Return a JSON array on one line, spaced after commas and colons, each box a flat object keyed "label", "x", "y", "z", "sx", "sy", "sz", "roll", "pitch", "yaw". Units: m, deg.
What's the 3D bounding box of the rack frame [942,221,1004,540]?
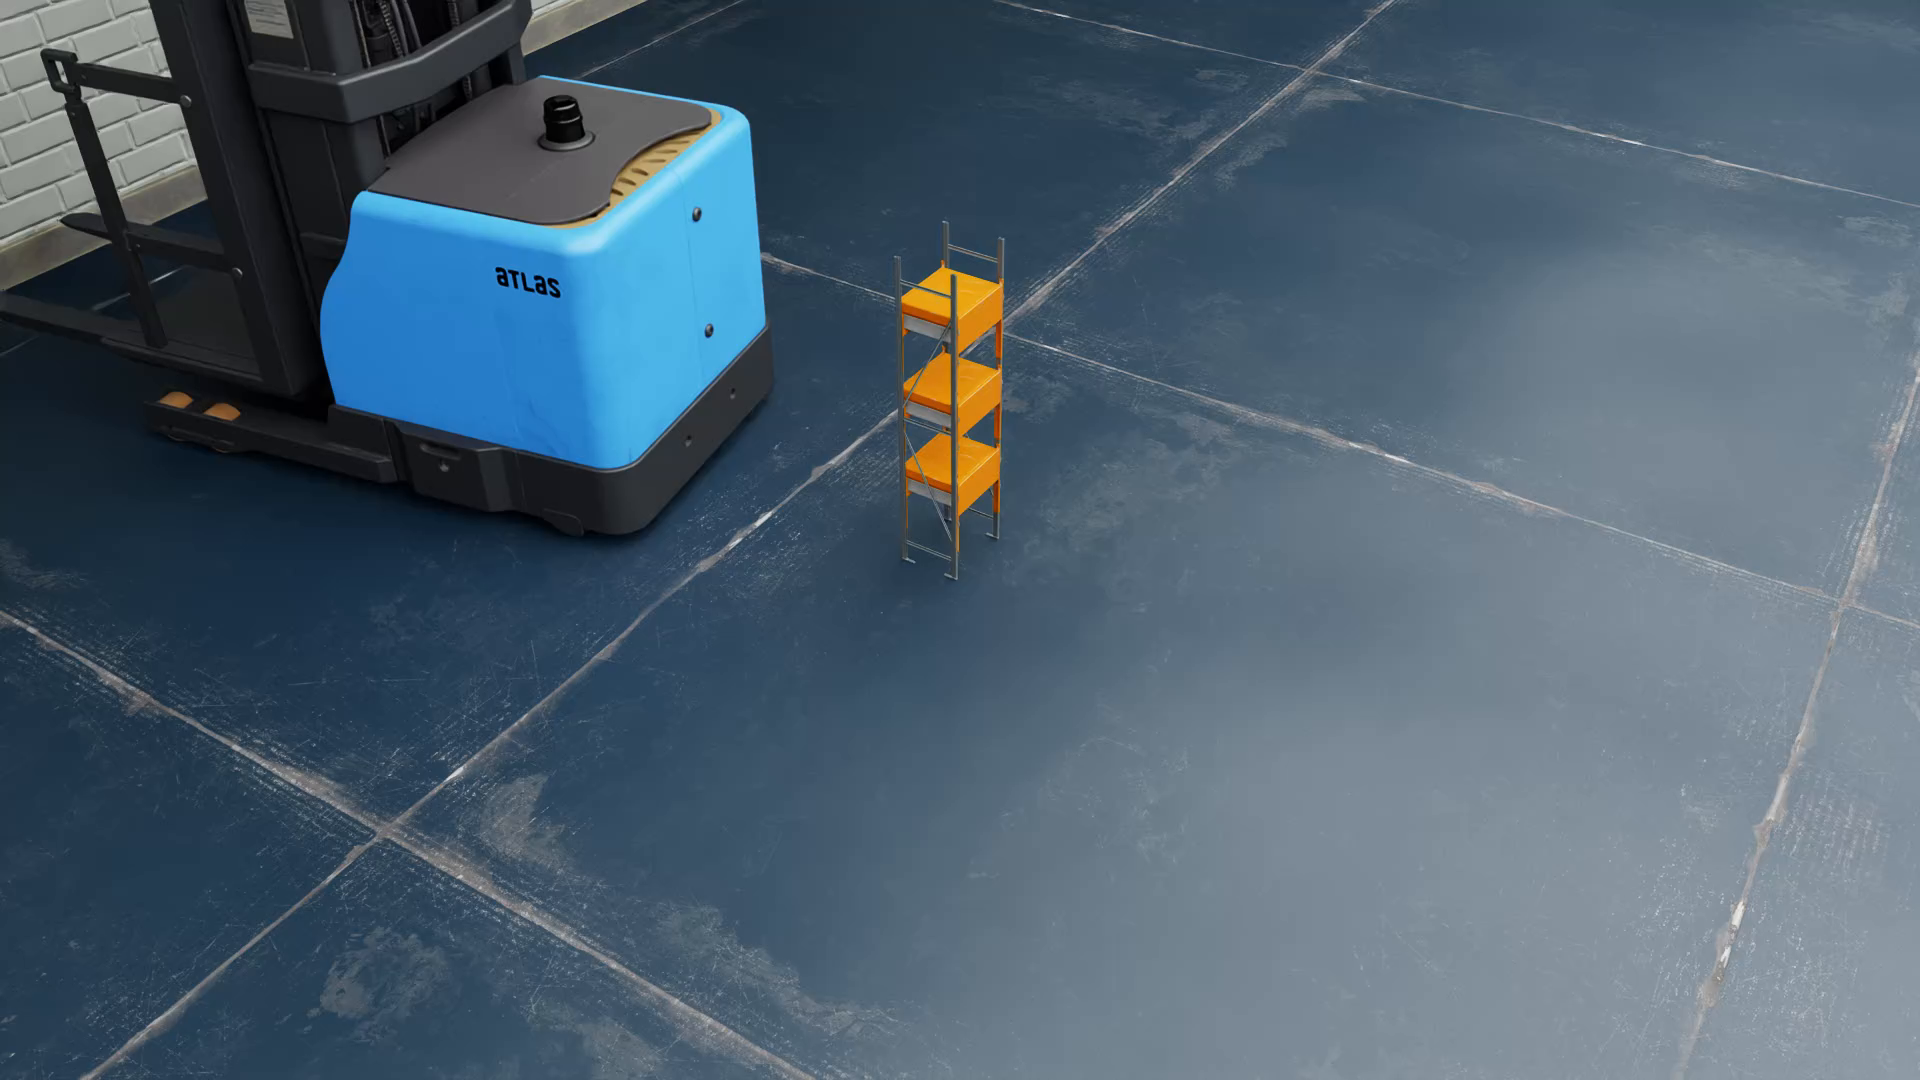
[{"label": "rack frame", "x": 0.037, "y": -0.451, "z": 4.975, "sx": 0.200, "sy": 1.050, "sz": 0.008, "roll": 21, "pitch": 42, "yaw": 25}]

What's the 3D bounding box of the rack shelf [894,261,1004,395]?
[{"label": "rack shelf", "x": -0.029, "y": -0.605, "z": 4.727, "sx": 0.215, "sy": 0.259, "sz": 0.240, "roll": 21, "pitch": 42, "yaw": 25}]

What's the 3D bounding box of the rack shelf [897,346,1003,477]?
[{"label": "rack shelf", "x": -0.029, "y": -0.380, "z": 4.900, "sx": 0.215, "sy": 0.259, "sz": 0.240, "roll": 21, "pitch": 42, "yaw": 25}]

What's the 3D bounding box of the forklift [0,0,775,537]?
[{"label": "forklift", "x": -2.221, "y": -1.739, "z": 5.105, "sx": 3.031, "sy": 2.935, "sz": 1.130, "roll": 14, "pitch": 40, "yaw": 17}]

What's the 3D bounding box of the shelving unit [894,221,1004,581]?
[{"label": "shelving unit", "x": -0.029, "y": -0.388, "z": 4.894, "sx": 0.215, "sy": 1.050, "sz": 0.252, "roll": 21, "pitch": 42, "yaw": 25}]

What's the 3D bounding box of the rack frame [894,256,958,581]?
[{"label": "rack frame", "x": -0.094, "y": -0.325, "z": 4.812, "sx": 0.200, "sy": 1.050, "sz": 0.008, "roll": 21, "pitch": 42, "yaw": 25}]

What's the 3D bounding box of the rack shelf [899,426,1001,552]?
[{"label": "rack shelf", "x": -0.029, "y": -0.160, "z": 5.070, "sx": 0.215, "sy": 0.259, "sz": 0.240, "roll": 21, "pitch": 42, "yaw": 25}]
